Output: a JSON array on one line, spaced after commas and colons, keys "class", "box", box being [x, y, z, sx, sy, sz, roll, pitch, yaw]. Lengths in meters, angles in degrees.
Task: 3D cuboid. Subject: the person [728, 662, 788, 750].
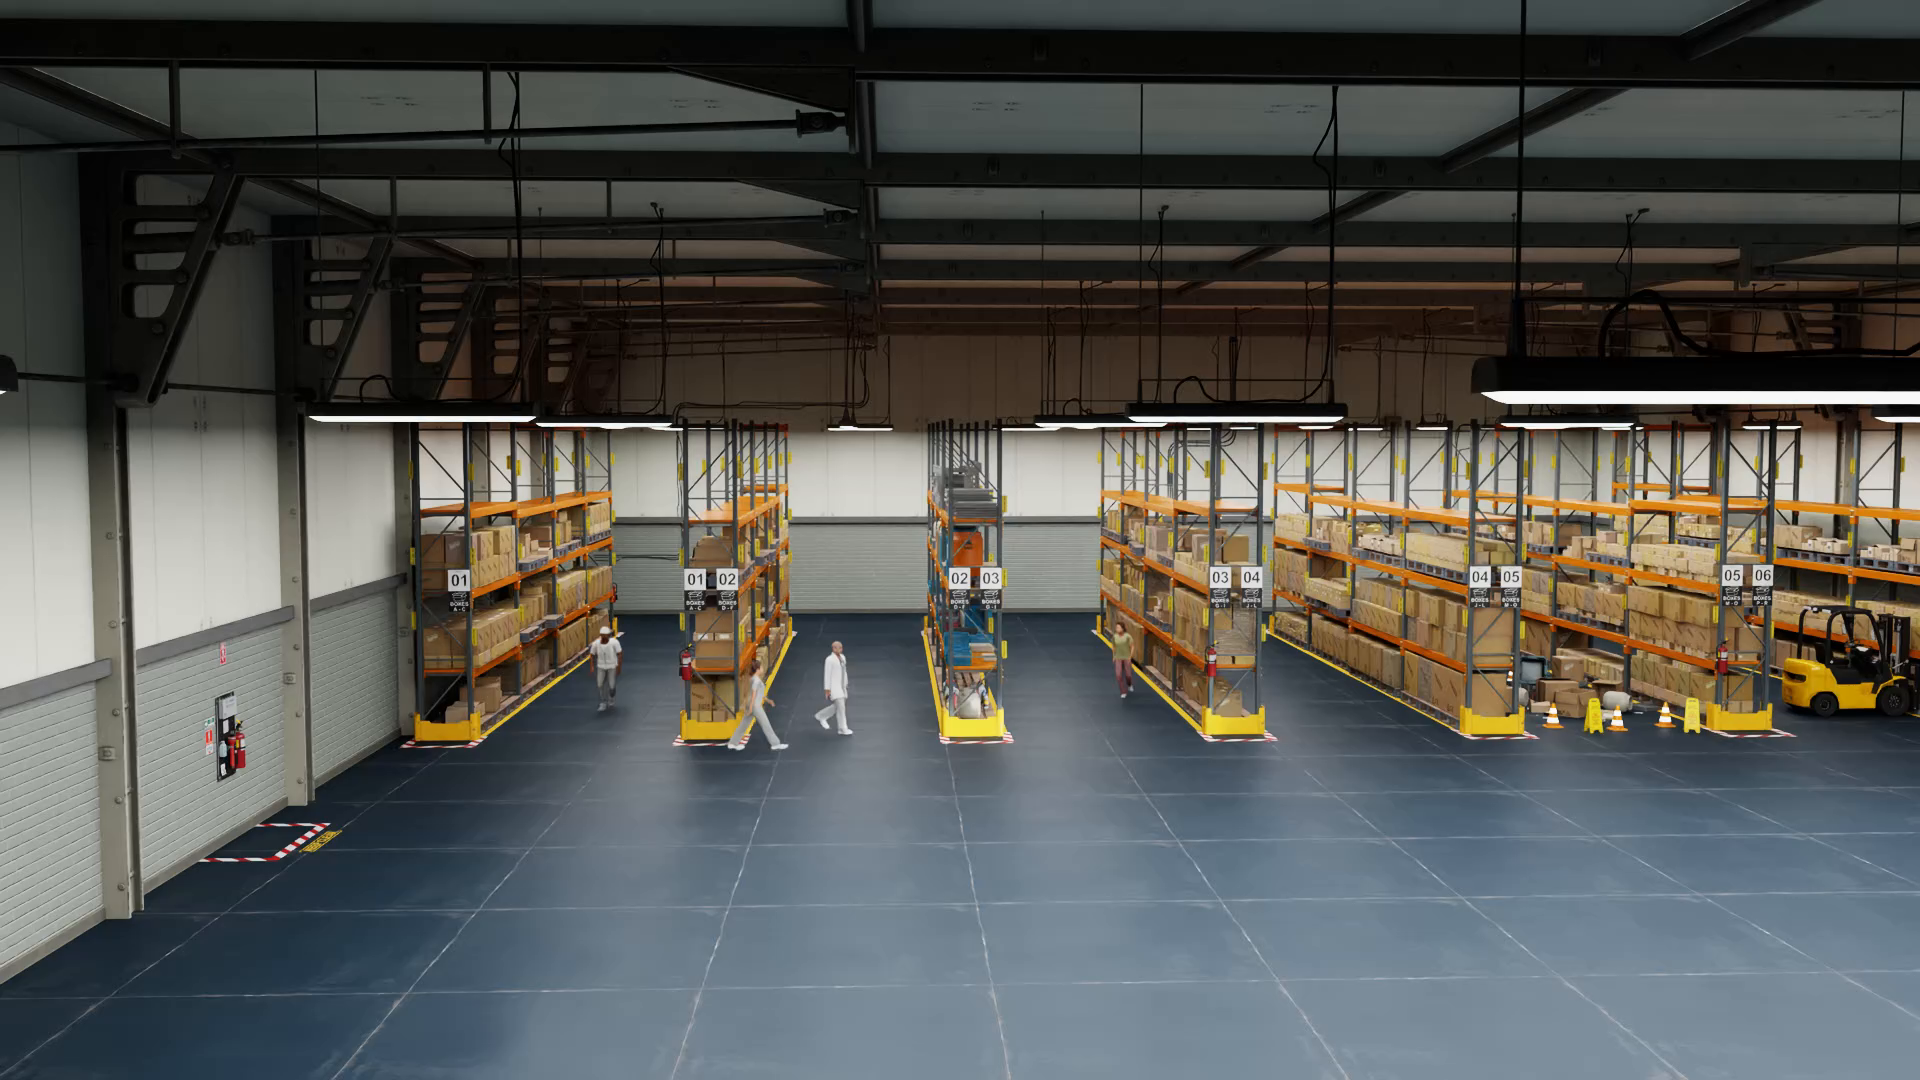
[{"class": "person", "box": [-3.637, 2.980, 29.907, 1.089, 1.593, 0.501, 0, 4, -6]}]

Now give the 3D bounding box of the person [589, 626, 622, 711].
[{"class": "person", "box": [-7.346, 2.650, 34.536, 0.672, 1.742, 0.619, 0, 4, -1]}]

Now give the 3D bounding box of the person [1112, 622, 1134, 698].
[{"class": "person", "box": [3.556, 2.592, 36.224, 0.507, 1.642, 0.615, 1, 4, 16]}]

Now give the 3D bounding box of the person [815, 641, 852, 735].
[{"class": "person", "box": [-2.377, 2.803, 31.777, 0.952, 1.749, 0.644, 2, 4, 29]}]

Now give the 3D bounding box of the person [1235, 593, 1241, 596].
[{"class": "person", "box": [7.741, 1.820, 47.276, 0.599, 1.765, 0.507, 0, 4, 6]}]
